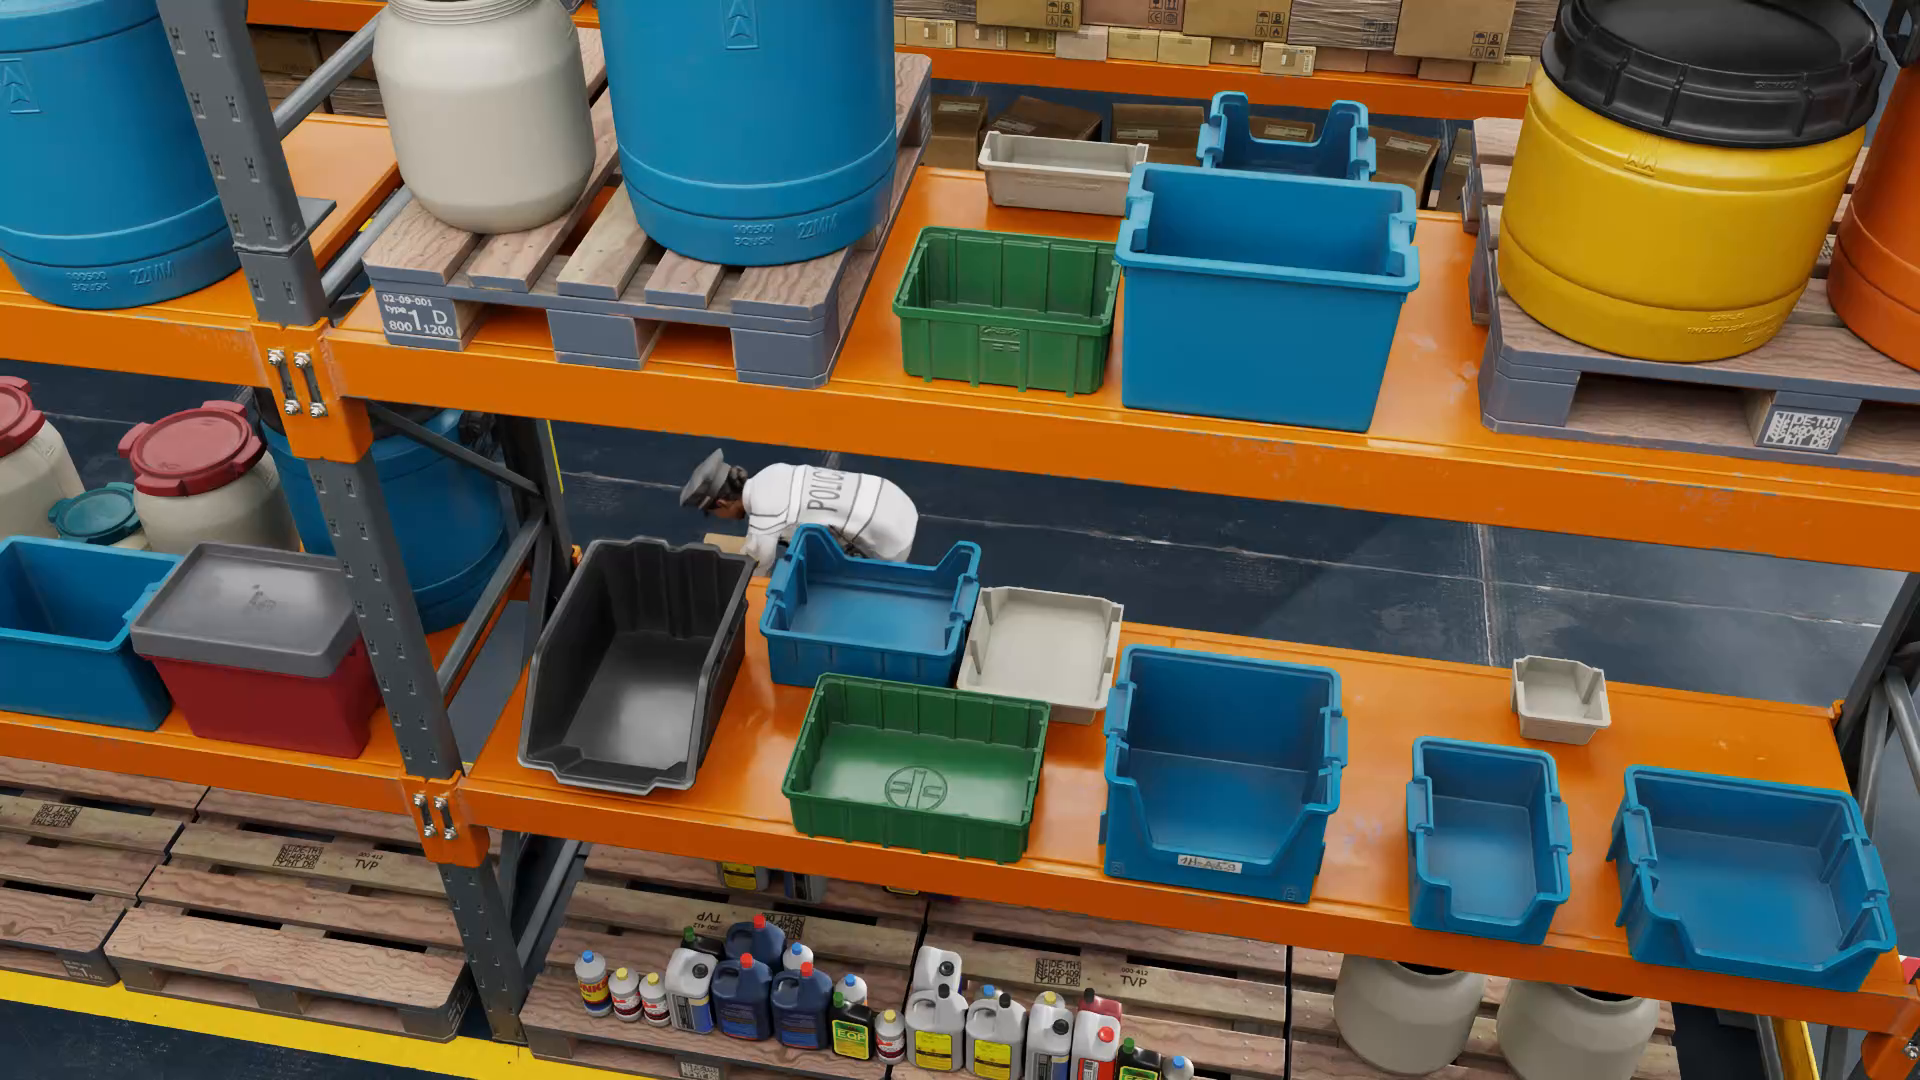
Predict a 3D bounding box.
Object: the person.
[{"bbox_3d":[-0.625,0.078,6.591,0.915,0.984,0.468,5,41,6],"label":"person"}]
